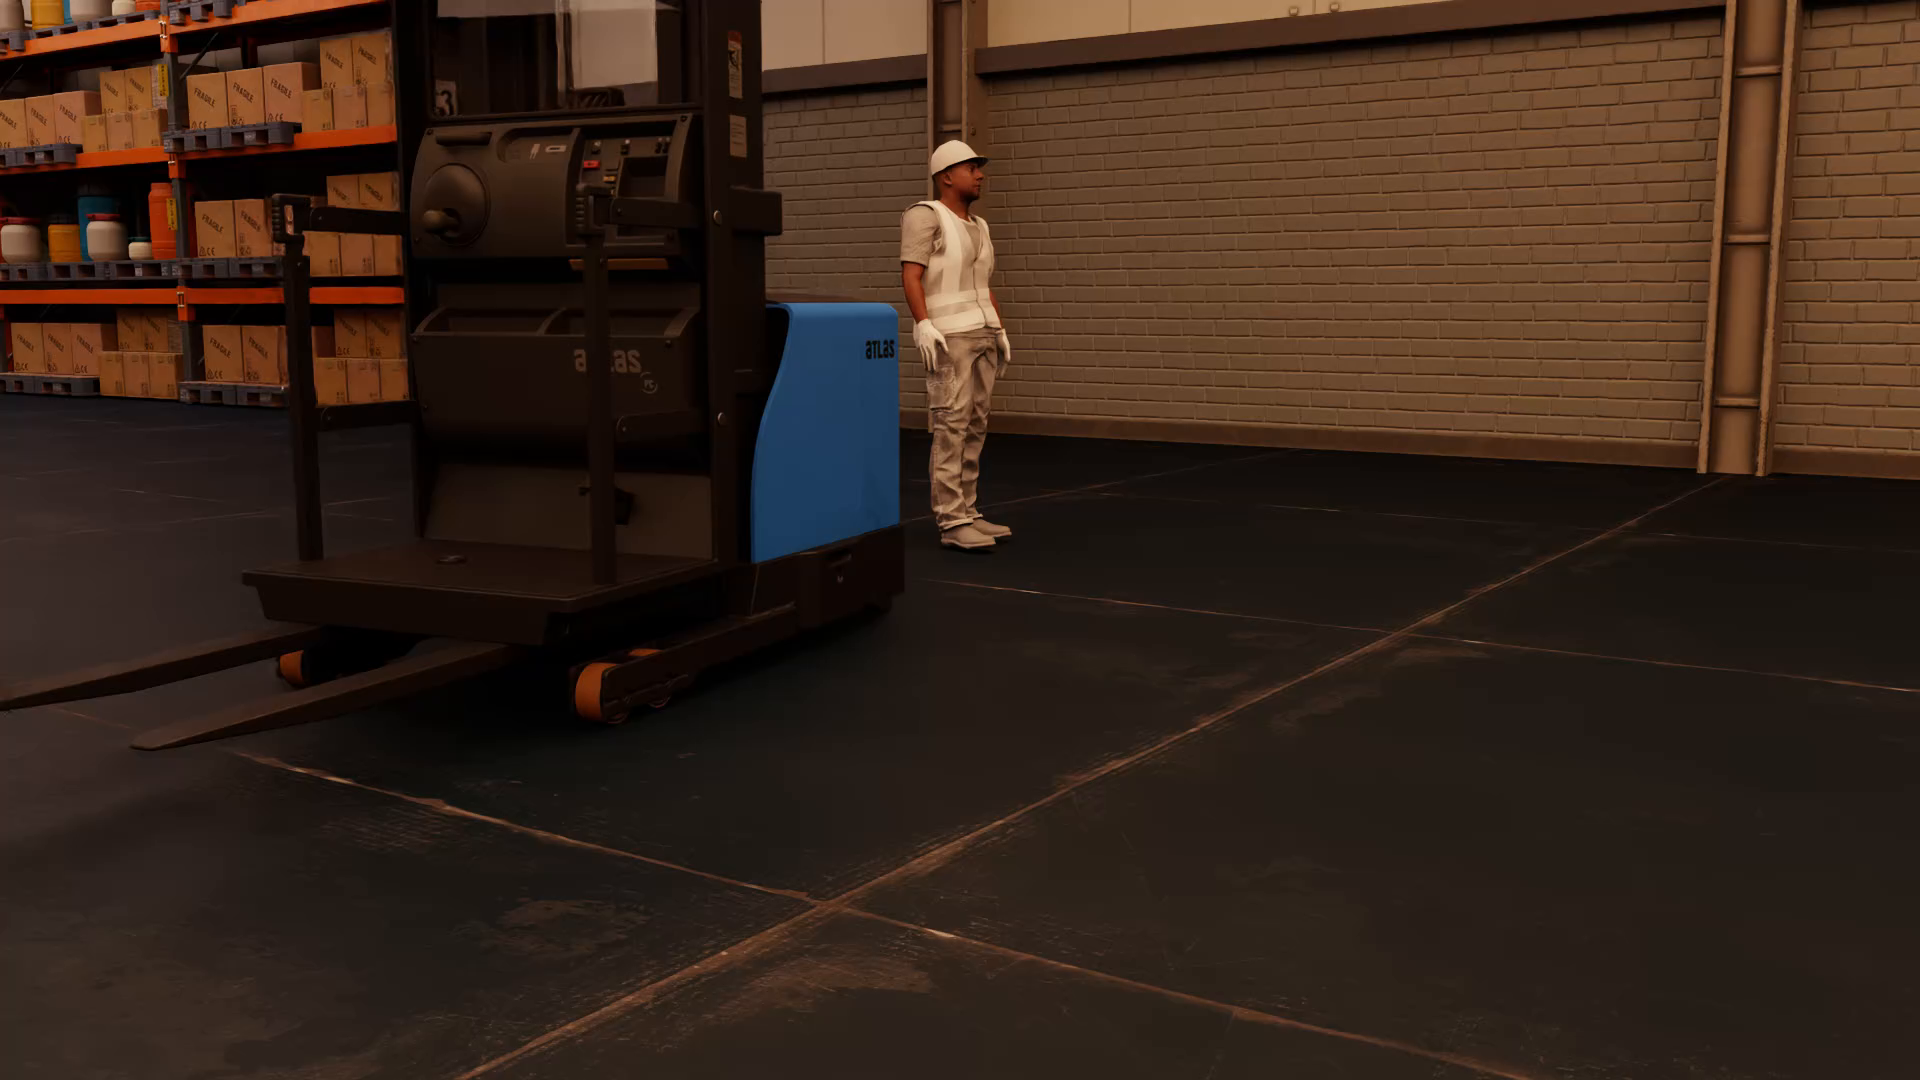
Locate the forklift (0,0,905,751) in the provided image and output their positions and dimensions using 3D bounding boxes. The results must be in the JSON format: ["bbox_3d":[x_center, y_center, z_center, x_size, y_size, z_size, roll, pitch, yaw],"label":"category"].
[{"bbox_3d":[-1.253,-1.043,4.530,1.130,2.935,3.031,4,9,24],"label":"forklift"}]

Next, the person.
[{"bbox_3d":[0.055,-0.884,7.430,0.575,1.785,0.657,5,10,34],"label":"person"}]
